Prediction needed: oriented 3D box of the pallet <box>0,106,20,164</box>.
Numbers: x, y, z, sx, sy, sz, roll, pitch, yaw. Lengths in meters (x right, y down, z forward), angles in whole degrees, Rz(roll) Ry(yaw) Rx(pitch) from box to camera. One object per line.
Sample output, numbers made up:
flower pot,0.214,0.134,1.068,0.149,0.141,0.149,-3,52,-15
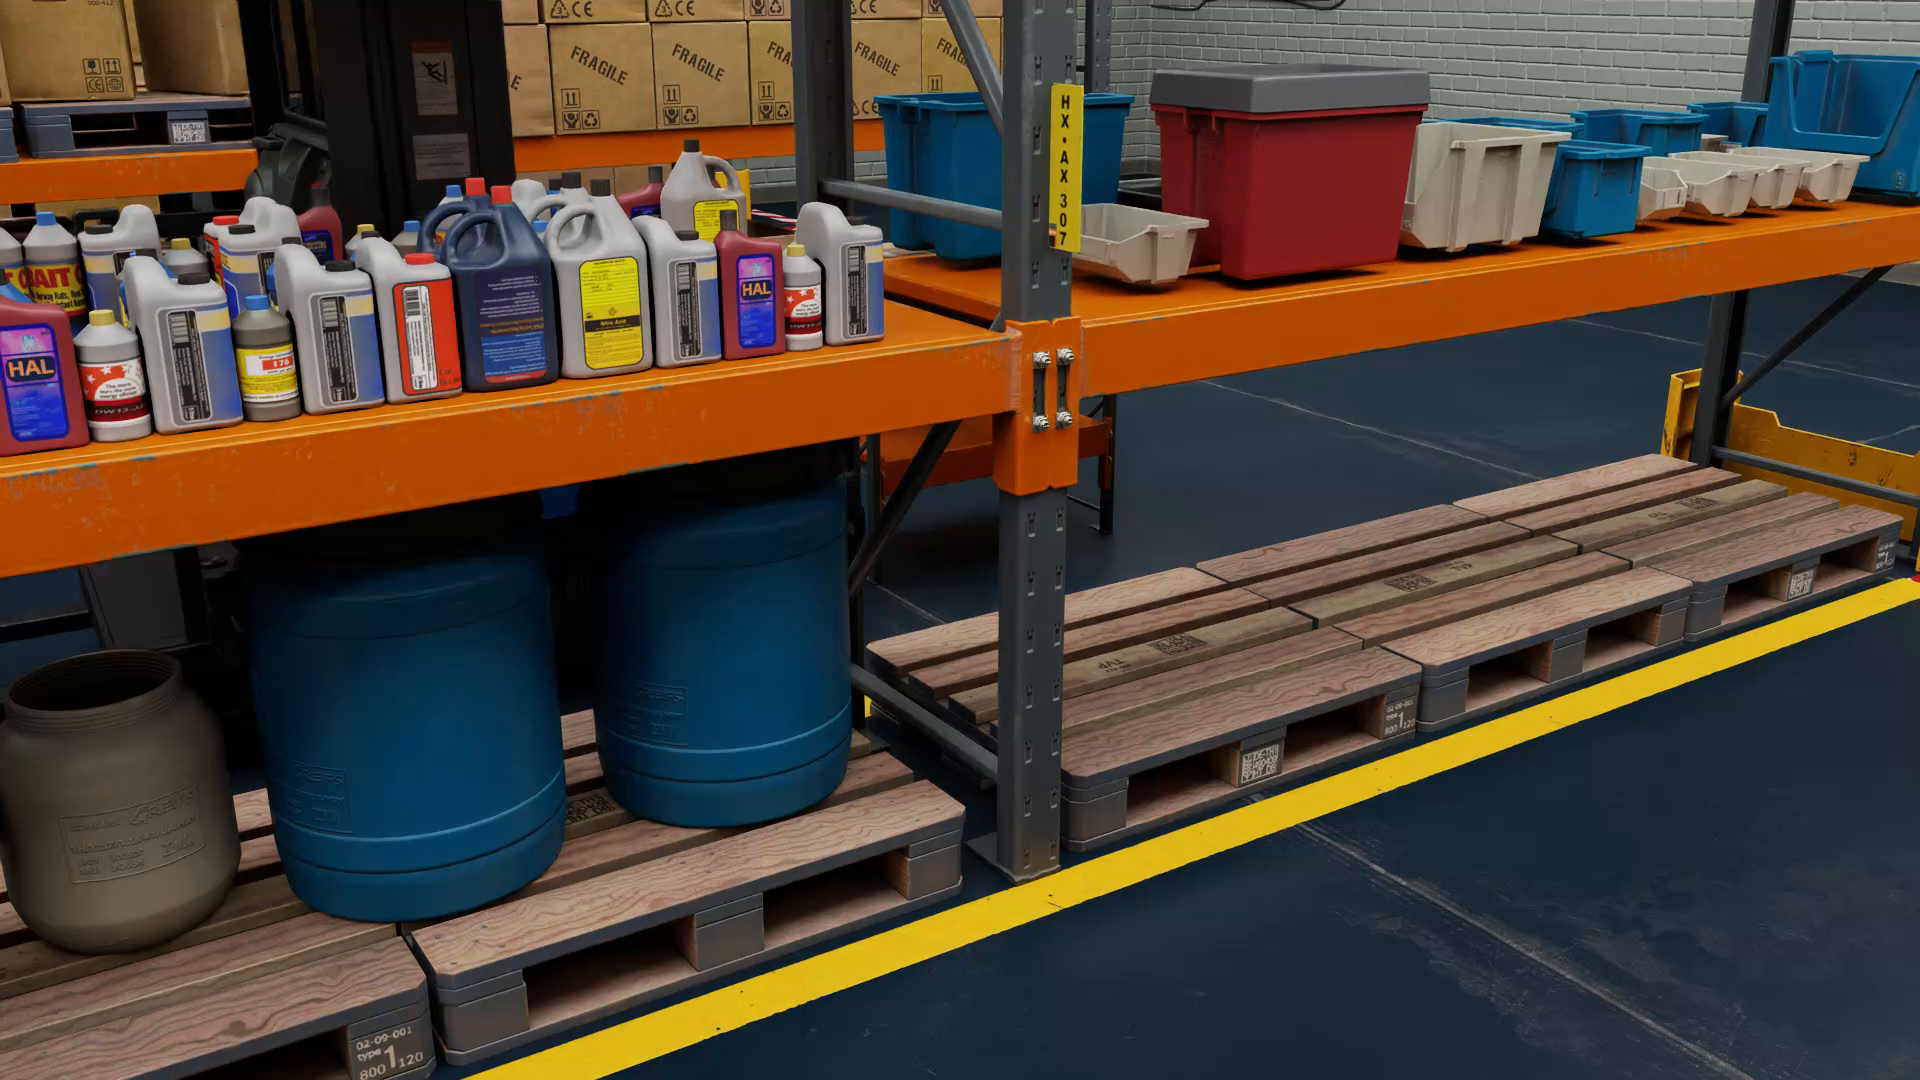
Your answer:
pallet,-4.529,-1.634,6.694,1.213,0.211,1.003,-12,22,-31

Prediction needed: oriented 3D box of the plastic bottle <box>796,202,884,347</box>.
plastic bottle,-0.240,-0.546,3.369,0.135,0.276,0.152,-12,22,-31

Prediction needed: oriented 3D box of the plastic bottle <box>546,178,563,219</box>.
plastic bottle,-0.909,-0.683,3.782,0.097,0.271,0.097,0,19,0

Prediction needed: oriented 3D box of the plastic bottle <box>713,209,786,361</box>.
plastic bottle,-0.409,-0.496,3.211,0.133,0.283,0.061,-12,22,-31

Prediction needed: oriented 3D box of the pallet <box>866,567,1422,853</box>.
pallet,0.504,0.421,4.670,1.213,0.211,1.003,-12,22,-31

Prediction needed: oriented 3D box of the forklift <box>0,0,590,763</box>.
forklift,-2.028,-0.969,4.535,3.031,2.935,1.130,-11,22,-30

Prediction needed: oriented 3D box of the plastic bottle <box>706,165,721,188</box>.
plastic bottle,-0.630,-0.754,3.975,0.133,0.283,0.061,-12,22,-31

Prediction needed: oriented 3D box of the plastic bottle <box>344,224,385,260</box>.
plastic bottle,-1.265,-0.575,3.571,0.097,0.201,0.097,0,19,0

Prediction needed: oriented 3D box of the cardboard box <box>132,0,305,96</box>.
cardboard box,-3.329,-2.308,7.578,0.700,0.500,0.500,14,23,35

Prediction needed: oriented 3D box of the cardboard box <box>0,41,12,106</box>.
cardboard box,-4.252,-2.004,6.678,0.700,0.500,0.500,16,24,39

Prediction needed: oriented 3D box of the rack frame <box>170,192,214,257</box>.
rack frame,-5.538,-3.410,11.648,0.127,3.000,1.000,-12,22,-31

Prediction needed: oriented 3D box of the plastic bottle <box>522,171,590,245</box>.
plastic bottle,-0.756,-0.526,3.194,0.185,0.351,0.144,-12,22,-31

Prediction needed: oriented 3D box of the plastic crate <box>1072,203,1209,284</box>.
plastic crate,0.378,-0.707,3.972,0.243,0.136,0.396,-12,22,-31

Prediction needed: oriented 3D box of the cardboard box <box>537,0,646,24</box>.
cardboard box,-1.831,-2.706,7.847,0.500,0.500,0.500,-13,22,-33

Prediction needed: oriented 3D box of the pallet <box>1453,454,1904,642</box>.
pallet,2.542,-0.009,5.942,1.213,0.211,1.003,-12,22,-31

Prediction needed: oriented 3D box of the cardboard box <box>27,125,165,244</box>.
cardboard box,-6.009,-2.441,11.484,0.750,0.750,0.750,-12,22,-31

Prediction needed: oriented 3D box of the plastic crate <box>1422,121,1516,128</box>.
plastic crate,1.514,-1.174,5.201,0.300,0.233,0.416,-12,22,-31

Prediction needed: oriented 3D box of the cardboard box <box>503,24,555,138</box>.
cardboard box,-2.235,-2.150,7.765,0.500,0.500,0.500,-11,22,-30

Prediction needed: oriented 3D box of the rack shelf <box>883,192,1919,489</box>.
rack shelf,1.581,-0.772,4.967,4.000,0.370,1.077,-12,22,-31

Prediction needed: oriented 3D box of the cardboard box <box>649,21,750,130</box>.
cardboard box,-1.390,-2.329,8.293,0.500,0.500,0.500,-12,22,-32

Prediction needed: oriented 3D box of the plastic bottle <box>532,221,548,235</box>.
plastic bottle,-0.907,-0.592,3.622,0.097,0.201,0.097,0,19,0

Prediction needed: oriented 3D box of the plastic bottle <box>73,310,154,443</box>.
plastic bottle,-1.355,-0.265,2.654,0.097,0.201,0.097,0,19,0

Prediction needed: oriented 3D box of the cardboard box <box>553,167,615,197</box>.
cardboard box,-3.145,-2.891,13.361,0.500,0.500,0.700,-12,22,-32

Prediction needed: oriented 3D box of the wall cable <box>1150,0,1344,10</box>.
wall cable,2.723,-6.386,15.933,0.112,2.526,3.097,-12,22,-31

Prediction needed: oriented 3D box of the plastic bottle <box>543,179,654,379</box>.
plastic bottle,-0.677,-0.487,3.080,0.185,0.351,0.144,-12,22,-31

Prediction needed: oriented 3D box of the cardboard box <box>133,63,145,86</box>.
cardboard box,-5.664,-3.165,11.285,0.250,0.149,0.380,-12,22,-31

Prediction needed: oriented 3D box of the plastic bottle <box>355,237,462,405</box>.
plastic bottle,-0.967,-0.392,2.916,0.135,0.276,0.152,-12,22,-31

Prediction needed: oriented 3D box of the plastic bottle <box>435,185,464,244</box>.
plastic bottle,-1.103,-0.642,3.661,0.097,0.271,0.097,0,19,0

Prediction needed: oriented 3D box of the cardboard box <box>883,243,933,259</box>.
cardboard box,-0.497,-1.588,9.865,0.500,0.250,0.500,-12,22,-31

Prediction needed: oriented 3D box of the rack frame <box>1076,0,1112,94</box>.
rack frame,0.530,-2.790,9.815,0.127,3.000,1.000,-12,22,-31

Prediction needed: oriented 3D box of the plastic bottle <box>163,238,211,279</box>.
plastic bottle,-1.570,-0.510,3.381,0.097,0.201,0.097,0,19,0

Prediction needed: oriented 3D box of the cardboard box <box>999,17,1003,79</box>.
cardboard box,0.306,-2.686,9.350,0.500,0.500,0.500,-11,22,-30

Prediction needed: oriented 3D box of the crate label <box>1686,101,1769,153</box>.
crate label,2.864,-1.458,6.043,0.303,0.233,0.416,-12,22,-31

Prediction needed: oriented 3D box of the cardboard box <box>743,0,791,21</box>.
cardboard box,-0.971,-2.887,8.384,0.500,0.500,0.500,-11,22,-30

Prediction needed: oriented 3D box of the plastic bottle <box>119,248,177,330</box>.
plastic bottle,-1.357,-0.356,2.814,0.097,0.271,0.097,0,19,0

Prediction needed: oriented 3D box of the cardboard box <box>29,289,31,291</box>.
cardboard box,-4.209,-0.907,7.460,0.500,0.500,0.500,-12,22,-31

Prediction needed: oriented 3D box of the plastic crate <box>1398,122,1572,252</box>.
plastic crate,1.288,-0.952,4.469,0.530,0.282,0.437,-12,22,-31

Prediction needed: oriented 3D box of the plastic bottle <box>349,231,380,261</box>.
plastic bottle,-1.051,-0.420,3.005,0.097,0.271,0.097,0,19,0

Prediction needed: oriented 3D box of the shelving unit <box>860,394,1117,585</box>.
shelving unit,0.006,-0.534,6.068,1.048,1.125,0.538,-12,22,-31

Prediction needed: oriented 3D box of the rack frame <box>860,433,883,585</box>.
rack frame,-0.419,-0.445,5.803,0.032,1.125,0.500,-12,22,-31

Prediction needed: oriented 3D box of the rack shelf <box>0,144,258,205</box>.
rack shelf,-4.481,-1.393,6.804,4.000,0.370,1.077,-12,22,-31

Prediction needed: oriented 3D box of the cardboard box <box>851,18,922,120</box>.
cardboard box,-0.545,-2.507,8.821,0.500,0.500,0.500,-12,22,-31

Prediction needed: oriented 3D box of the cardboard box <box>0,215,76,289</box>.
cardboard box,-4.183,-1.269,7.360,0.500,0.250,0.500,-12,22,-31

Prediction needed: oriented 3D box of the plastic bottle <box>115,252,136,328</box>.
plastic bottle,-1.568,-0.452,3.210,0.097,0.201,0.097,0,19,0

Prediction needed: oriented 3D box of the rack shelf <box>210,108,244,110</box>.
rack shelf,-3.867,-3.422,12.805,4.000,0.370,1.077,-12,22,-31

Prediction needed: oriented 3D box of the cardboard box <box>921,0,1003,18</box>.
cardboard box,-0.111,-3.070,8.925,0.500,0.500,0.500,-11,22,-30

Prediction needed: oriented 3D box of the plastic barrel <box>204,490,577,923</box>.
plastic barrel,-1.144,0.251,3.440,0.708,0.901,0.600,-12,22,-31

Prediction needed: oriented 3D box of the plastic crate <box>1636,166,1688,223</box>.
plastic crate,1.964,-1.016,4.885,0.250,0.136,0.298,-12,22,-31

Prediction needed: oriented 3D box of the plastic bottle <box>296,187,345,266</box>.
plastic bottle,-1.372,-0.598,3.512,0.133,0.283,0.061,-12,22,-31

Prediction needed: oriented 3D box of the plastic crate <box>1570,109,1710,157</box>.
plastic crate,2.315,-1.342,5.700,0.300,0.233,0.416,-12,22,-31

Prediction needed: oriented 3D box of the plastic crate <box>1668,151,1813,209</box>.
plastic crate,2.420,-1.129,5.219,0.243,0.136,0.396,-12,22,-31

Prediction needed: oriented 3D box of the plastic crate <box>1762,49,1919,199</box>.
plastic crate,3.075,-1.401,5.556,0.499,0.435,0.616,-12,22,-31

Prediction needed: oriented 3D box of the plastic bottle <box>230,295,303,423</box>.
plastic bottle,-1.161,-0.306,2.775,0.097,0.201,0.097,0,19,0

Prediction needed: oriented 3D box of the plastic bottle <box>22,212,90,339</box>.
plastic bottle,-1.764,-0.503,3.249,0.097,0.271,0.097,0,19,0

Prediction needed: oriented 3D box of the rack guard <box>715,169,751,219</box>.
rack guard,-2.177,-2.935,14.145,0.348,0.500,1.175,-12,22,-31

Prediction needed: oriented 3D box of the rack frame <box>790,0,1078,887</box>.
rack frame,-0.089,-0.760,3.810,0.127,3.000,1.000,-12,22,-31

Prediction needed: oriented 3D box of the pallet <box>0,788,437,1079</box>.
pallet,-1.776,0.902,3.248,1.213,0.211,1.003,-12,22,-31
